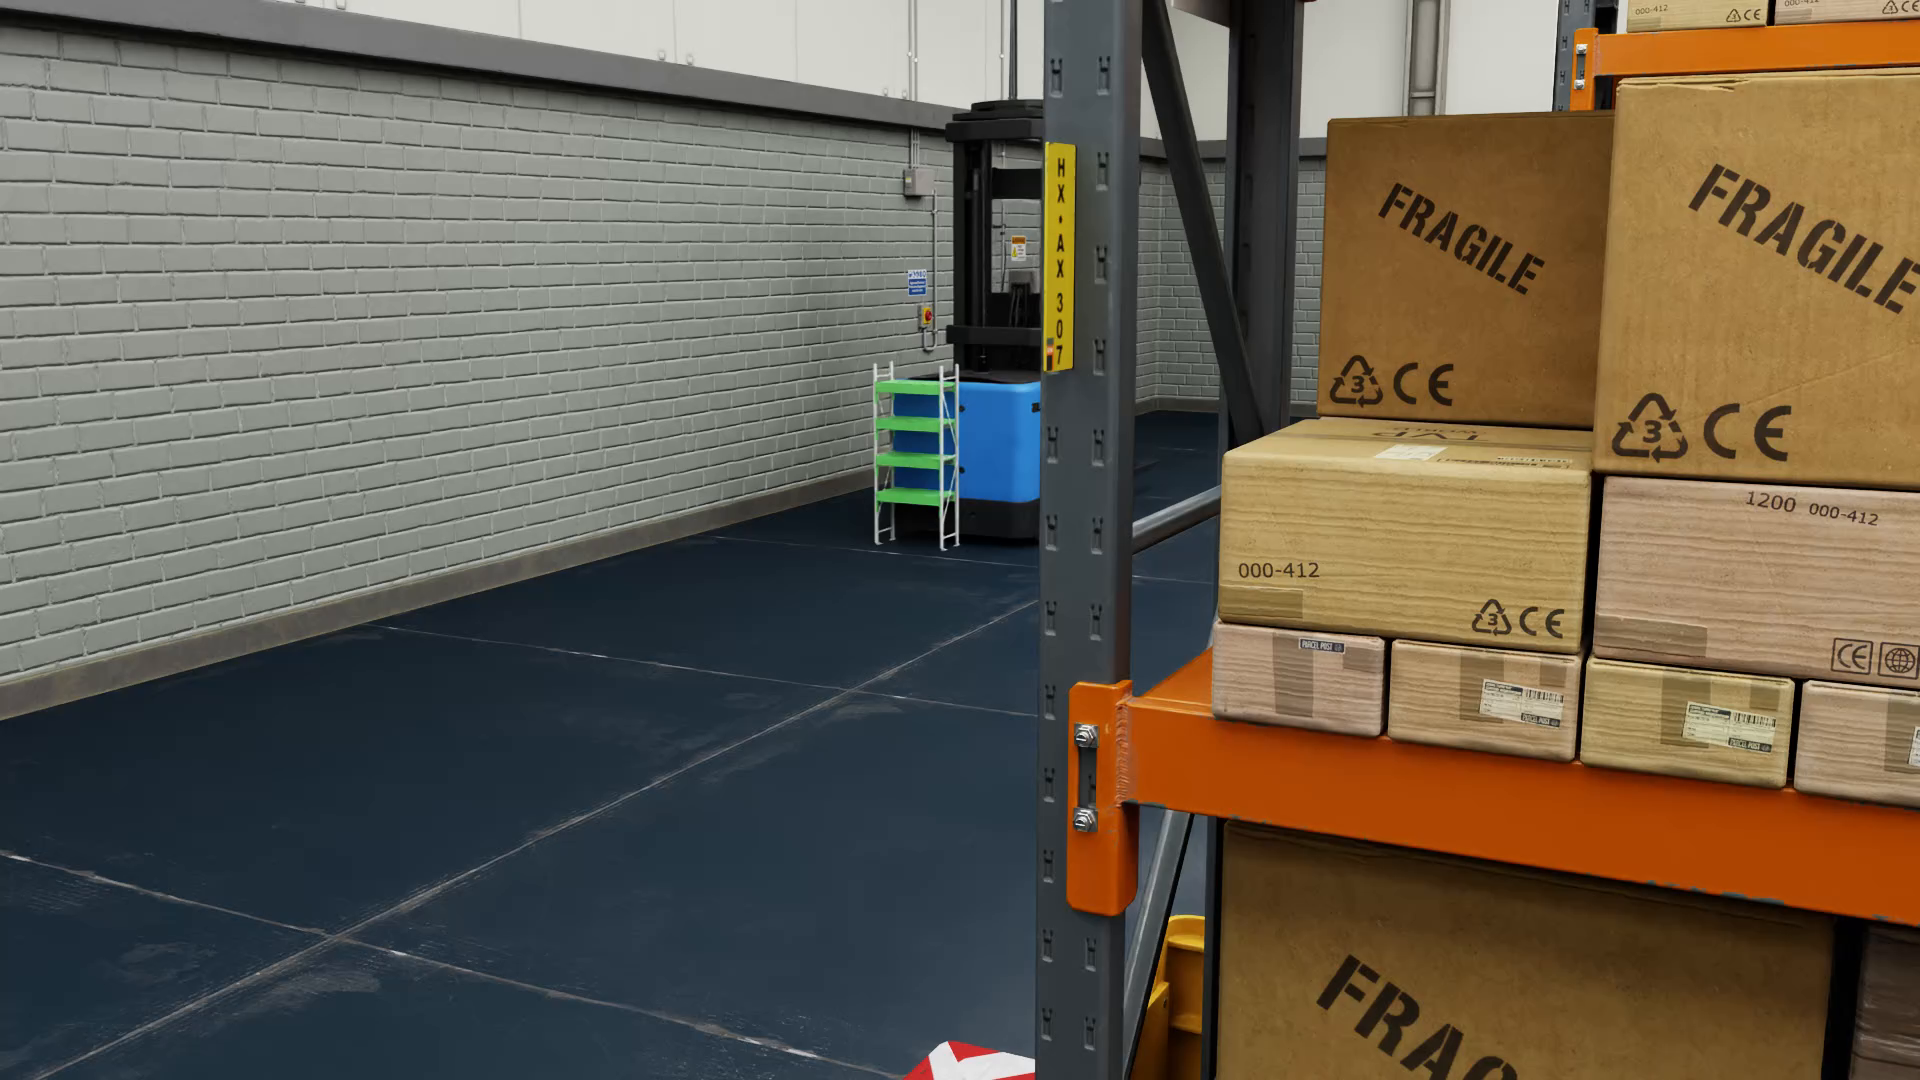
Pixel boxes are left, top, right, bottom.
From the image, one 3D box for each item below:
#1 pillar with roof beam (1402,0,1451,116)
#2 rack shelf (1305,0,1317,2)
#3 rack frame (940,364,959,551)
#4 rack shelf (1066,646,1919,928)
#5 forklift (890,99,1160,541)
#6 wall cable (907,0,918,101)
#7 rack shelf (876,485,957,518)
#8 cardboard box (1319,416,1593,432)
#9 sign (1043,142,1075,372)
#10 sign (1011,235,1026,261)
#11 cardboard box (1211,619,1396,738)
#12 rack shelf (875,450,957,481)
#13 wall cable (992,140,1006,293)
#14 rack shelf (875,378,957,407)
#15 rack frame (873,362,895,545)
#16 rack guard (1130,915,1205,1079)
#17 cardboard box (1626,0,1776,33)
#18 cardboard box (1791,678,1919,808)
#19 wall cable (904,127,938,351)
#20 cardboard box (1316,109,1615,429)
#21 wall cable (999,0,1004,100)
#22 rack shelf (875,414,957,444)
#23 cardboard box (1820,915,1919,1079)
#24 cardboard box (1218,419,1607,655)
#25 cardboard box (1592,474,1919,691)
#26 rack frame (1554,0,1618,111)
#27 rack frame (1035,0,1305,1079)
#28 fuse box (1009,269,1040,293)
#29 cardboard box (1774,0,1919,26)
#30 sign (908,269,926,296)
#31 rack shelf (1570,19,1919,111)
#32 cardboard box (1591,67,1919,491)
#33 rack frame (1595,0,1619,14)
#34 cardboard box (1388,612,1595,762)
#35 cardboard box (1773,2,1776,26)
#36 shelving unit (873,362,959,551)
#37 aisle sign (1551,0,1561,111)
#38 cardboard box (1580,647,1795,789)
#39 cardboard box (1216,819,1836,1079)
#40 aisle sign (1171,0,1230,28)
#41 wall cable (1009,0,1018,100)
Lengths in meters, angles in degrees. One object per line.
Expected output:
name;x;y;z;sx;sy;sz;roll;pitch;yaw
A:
pillar with roof beam;3.050;-5.030;13.756;0.400;9.000;9.100;5;11;26
rack shelf;2.189;-0.998;1.919;4.000;0.370;1.077;5;11;26
rack frame;-0.069;-0.536;10.819;0.015;1.200;0.240;5;12;26
rack shelf;2.189;0.478;2.186;4.000;0.370;1.077;5;11;26
forklift;0.642;-1.655;12.146;1.130;2.935;3.031;5;11;26
wall cable;-0.445;-4.972;13.432;0.029;3.000;0.463;5;11;26
rack shelf;-0.286;-0.256;10.983;0.480;0.148;0.258;5;12;26
cardboard box;0.948;-0.110;3.003;0.500;0.250;0.500;5;11;25
sign;0.145;-0.410;2.422;0.005;0.325;0.100;5;11;26
sign;0.564;-2.795;15.930;0.001;0.242;0.339;5;11;26
cardboard box;0.568;0.171;2.569;0.250;0.149;0.380;5;11;26
rack shelf;-0.286;-0.492;10.940;0.480;0.148;0.258;5;12;26
wall cable;0.331;-2.784;15.339;0.122;1.984;0.588;5;11;26
rack shelf;-0.287;-0.965;10.854;0.480;0.148;0.258;5;12;26
rack frame;-0.504;-0.575;11.037;0.015;1.200;0.240;5;12;26
rack guard;0.374;1.195;3.226;0.348;0.500;1.175;5;11;26
cardboard box;2.971;-2.144;6.651;0.500;0.250;0.500;5;12;28
cardboard box;1.263;0.231;2.235;0.250;0.149;0.380;5;11;25
wall cable;-0.286;-2.572;14.079;0.123;1.953;0.585;5;11;26
cardboard box;0.949;-0.479;2.933;0.500;0.500;0.500;5;11;27
wall cable;-0.110;-5.091;14.094;0.029;3.000;2.355;5;11;26
rack shelf;-0.287;-0.728;10.897;0.480;0.148;0.258;5;12;26
cardboard box;1.821;0.915;2.540;0.875;0.875;0.875;5;11;26
cardboard box;0.707;-0.025;2.532;0.500;0.250;0.500;5;11;24
cardboard box;1.176;0.015;2.312;0.500;0.250;0.500;5;11;25
rack frame;2.681;-0.818;7.326;0.127;3.000;1.000;5;11;26
rack frame;0.397;-0.034;2.996;0.053;2.616;0.949;5;11;26
fuse box;0.774;-1.747;16.077;0.414;1.711;0.539;5;11;26
cardboard box;3.441;-2.102;6.418;0.500;0.250;0.500;5;12;28
sign;-0.363;-2.187;14.132;0.001;0.218;0.327;5;11;26
rack shelf;4.475;-1.782;6.252;4.000;0.370;1.077;5;11;26
cardboard box;1.155;-0.355;2.248;0.500;0.500;0.500;5;11;24
rack frame;2.681;-3.770;6.791;0.127;3.000;1.000;5;11;26
cardboard box;0.799;0.191;2.459;0.250;0.149;0.380;5;11;25
cardboard box;3.206;-2.226;7.107;0.500;0.250;0.500;5;11;25
shelving unit;-0.286;-0.555;10.928;0.503;1.200;0.258;5;12;26
aisle sign;2.483;-2.055;6.861;0.004;0.787;0.394;5;11;26
cardboard box;1.029;0.211;2.348;0.250;0.149;0.380;5;11;24
cardboard box;1.005;0.843;2.937;0.875;0.875;0.875;5;11;26
aisle sign;0.464;-1.366;3.057;0.004;0.787;0.394;5;11;26
wall cable;1.157;-5.552;16.533;0.133;3.039;2.988;5;11;26
